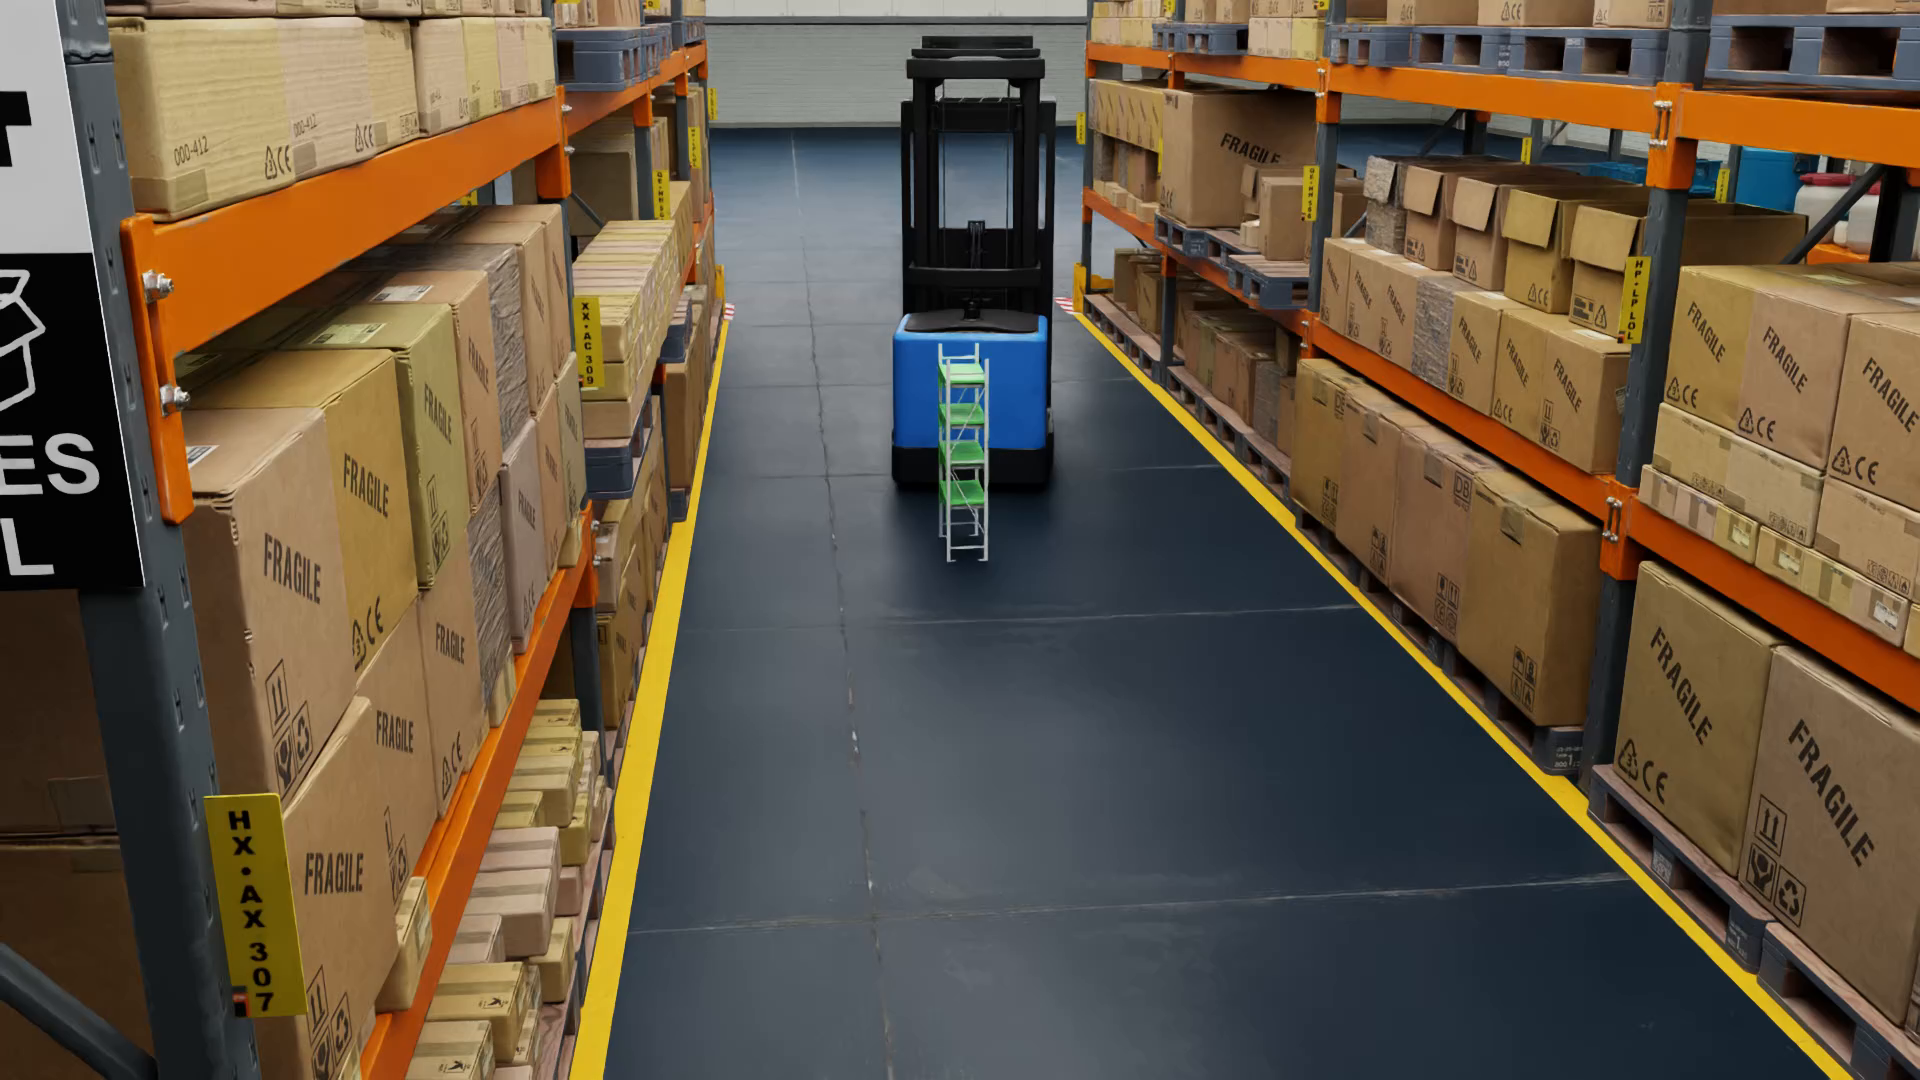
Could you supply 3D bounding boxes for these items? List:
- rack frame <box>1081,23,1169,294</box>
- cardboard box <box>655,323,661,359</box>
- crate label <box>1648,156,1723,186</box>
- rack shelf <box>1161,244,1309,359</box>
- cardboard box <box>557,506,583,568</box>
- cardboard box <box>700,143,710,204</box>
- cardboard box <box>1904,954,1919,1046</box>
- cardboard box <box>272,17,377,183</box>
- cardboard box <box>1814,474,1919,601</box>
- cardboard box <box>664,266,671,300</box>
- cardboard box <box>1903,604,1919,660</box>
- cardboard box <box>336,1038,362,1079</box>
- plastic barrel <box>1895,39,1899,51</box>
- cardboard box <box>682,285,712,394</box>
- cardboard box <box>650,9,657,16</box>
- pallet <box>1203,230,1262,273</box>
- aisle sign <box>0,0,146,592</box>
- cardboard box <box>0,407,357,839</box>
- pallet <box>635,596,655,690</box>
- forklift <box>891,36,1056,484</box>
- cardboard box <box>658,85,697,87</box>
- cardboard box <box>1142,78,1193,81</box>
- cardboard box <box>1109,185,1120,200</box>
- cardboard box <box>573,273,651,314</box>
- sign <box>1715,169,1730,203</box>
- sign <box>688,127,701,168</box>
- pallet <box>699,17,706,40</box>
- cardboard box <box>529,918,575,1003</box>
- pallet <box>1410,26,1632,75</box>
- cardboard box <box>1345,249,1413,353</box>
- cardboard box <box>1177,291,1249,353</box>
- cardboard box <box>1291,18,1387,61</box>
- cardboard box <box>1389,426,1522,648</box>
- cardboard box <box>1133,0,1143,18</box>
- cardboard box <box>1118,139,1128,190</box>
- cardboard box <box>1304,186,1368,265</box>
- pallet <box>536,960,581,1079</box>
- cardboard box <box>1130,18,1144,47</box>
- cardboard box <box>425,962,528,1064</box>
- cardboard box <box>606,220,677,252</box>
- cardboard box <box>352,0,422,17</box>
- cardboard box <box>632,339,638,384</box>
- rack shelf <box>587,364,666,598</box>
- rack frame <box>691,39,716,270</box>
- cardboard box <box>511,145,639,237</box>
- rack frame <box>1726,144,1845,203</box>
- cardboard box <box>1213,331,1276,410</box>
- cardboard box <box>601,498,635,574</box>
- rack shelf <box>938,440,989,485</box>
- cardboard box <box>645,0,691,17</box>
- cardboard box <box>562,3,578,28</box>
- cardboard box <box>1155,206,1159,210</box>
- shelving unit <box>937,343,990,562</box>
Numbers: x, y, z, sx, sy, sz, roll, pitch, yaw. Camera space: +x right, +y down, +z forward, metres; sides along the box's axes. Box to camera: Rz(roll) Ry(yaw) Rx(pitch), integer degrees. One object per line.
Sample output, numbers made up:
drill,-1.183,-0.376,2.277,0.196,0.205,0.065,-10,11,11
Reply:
rack frame,1.827,-3.977,17.836,1.000,3.000,0.127,-2,18,-6
cardboard box,-1.625,-0.955,7.928,0.380,0.149,0.250,-3,18,-8
crate label,7.213,-3.607,16.599,0.502,0.435,0.616,-2,18,-6
rack shelf,2.446,-1.846,12.250,1.077,0.370,4.000,-2,18,-6
cardboard box,-1.482,-0.007,5.612,0.380,0.149,0.250,-2,18,-7
cardboard box,-2.955,-3.653,16.554,0.875,0.550,0.550,-2,18,-6
cardboard box,3.238,1.144,4.371,0.875,0.875,0.875,-2,18,-6
cardboard box,-1.309,-0.745,2.785,0.500,0.250,0.500,-1,17,-4
cardboard box,2.958,-0.021,4.991,0.500,0.250,0.500,-1,17,-4
cardboard box,-1.704,-1.327,8.618,0.380,0.149,0.250,-2,18,-6
cardboard box,2.927,0.281,4.694,0.380,0.149,0.250,-2,18,-7
cardboard box,-1.174,0.926,2.638,0.380,0.149,0.250,-2,18,-6
plastic barrel,7.502,-4.269,12.922,0.600,0.901,0.600,0,17,0
cardboard box,-2.551,-1.607,13.342,1.050,0.750,0.750,-2,18,-6
cardboard box,-2.199,-3.450,10.532,0.500,0.250,0.500,-1,17,-4
pallet,2.407,-2.090,12.148,1.003,0.211,1.213,-2,18,-6
aisle sign,-1.161,-0.315,1.831,0.394,0.787,0.004,-2,18,-6
cardboard box,-1.249,0.105,2.503,0.500,0.500,0.500,-2,18,-6
pallet,-2.090,0.456,8.373,1.003,0.211,1.213,-2,18,-6
forklift,0.143,-2.164,12.176,1.130,2.935,3.031,1,17,3
cardboard box,-3.117,-4.329,16.904,0.875,0.550,0.550,-2,18,-6
cardboard box,2.130,-4.487,17.130,0.500,0.500,0.500,-2,18,-6
cardboard box,1.702,-3.466,16.629,0.380,0.149,0.250,-2,18,-6
cardboard box,-1.571,-1.084,7.349,0.380,0.149,0.250,-2,18,-6
sign,6.618,-3.056,14.443,0.100,0.325,0.005,-2,18,-6
sign,-2.166,-3.196,13.549,0.100,0.325,0.005,-2,18,-6
pallet,-3.030,-5.022,16.305,1.003,0.211,1.213,-2,18,-6
cardboard box,-1.393,1.296,5.100,0.380,0.149,0.250,-2,18,-6
pallet,2.890,-2.411,8.157,1.003,0.211,1.213,-1,17,-3
cardboard box,2.487,-1.334,9.252,0.500,0.500,0.500,-2,18,-7
cardboard box,2.238,-1.913,14.736,0.500,0.500,0.500,-2,18,-7
cardboard box,2.359,-3.087,10.245,0.500,0.250,0.500,-2,18,-6
cardboard box,2.886,-0.045,8.157,1.225,0.875,0.875,-2,18,-8
cardboard box,1.778,-4.815,15.084,0.380,0.149,0.250,-1,17,-3
cardboard box,2.036,-3.706,16.311,0.875,0.500,0.500,-2,18,-6
cardboard box,2.557,-2.001,10.675,0.500,0.500,0.500,-4,18,-12
pallet,-1.646,1.615,4.680,1.003,0.211,1.213,-2,18,-6
cardboard box,1.832,-4.580,15.000,0.500,0.250,0.500,-2,18,-6
cardboard box,-1.338,1.231,4.313,0.380,0.149,0.250,-2,17,-5
cardboard box,-1.785,-1.703,9.318,0.380,0.149,0.250,-2,18,-8
cardboard box,-1.348,-1.130,3.177,0.500,0.250,0.500,-2,17,-5
cardboard box,-1.491,-0.710,6.651,0.380,0.149,0.250,-2,18,-7
rack shelf,-2.085,-0.531,8.062,1.077,0.370,4.000,-2,18,-6
rack frame,-3.117,-3.854,17.444,1.000,3.000,0.127,-2,18,-6
cardboard box,-2.328,-2.129,10.115,0.700,0.500,0.500,-2,18,-6
rack frame,7.166,-2.938,14.528,1.000,3.000,0.127,-2,18,-6
cardboard box,2.370,-1.309,12.779,0.700,0.500,0.500,-3,18,-10
cardboard box,-1.750,-0.031,7.488,0.500,0.250,0.500,-1,17,-4
rack shelf,0.017,-0.462,9.859,0.258,0.148,0.480,-2,18,-6
cardboard box,-2.432,-4.417,13.783,0.380,0.149,0.250,-2,18,-5
cardboard box,-1.761,-2.136,6.413,0.500,0.311,0.500,-2,18,-6
cardboard box,1.943,-2.871,14.735,0.380,0.149,0.250,-2,18,-6
shelving unit,0.017,-0.523,9.840,0.258,1.200,0.503,-2,18,-6
